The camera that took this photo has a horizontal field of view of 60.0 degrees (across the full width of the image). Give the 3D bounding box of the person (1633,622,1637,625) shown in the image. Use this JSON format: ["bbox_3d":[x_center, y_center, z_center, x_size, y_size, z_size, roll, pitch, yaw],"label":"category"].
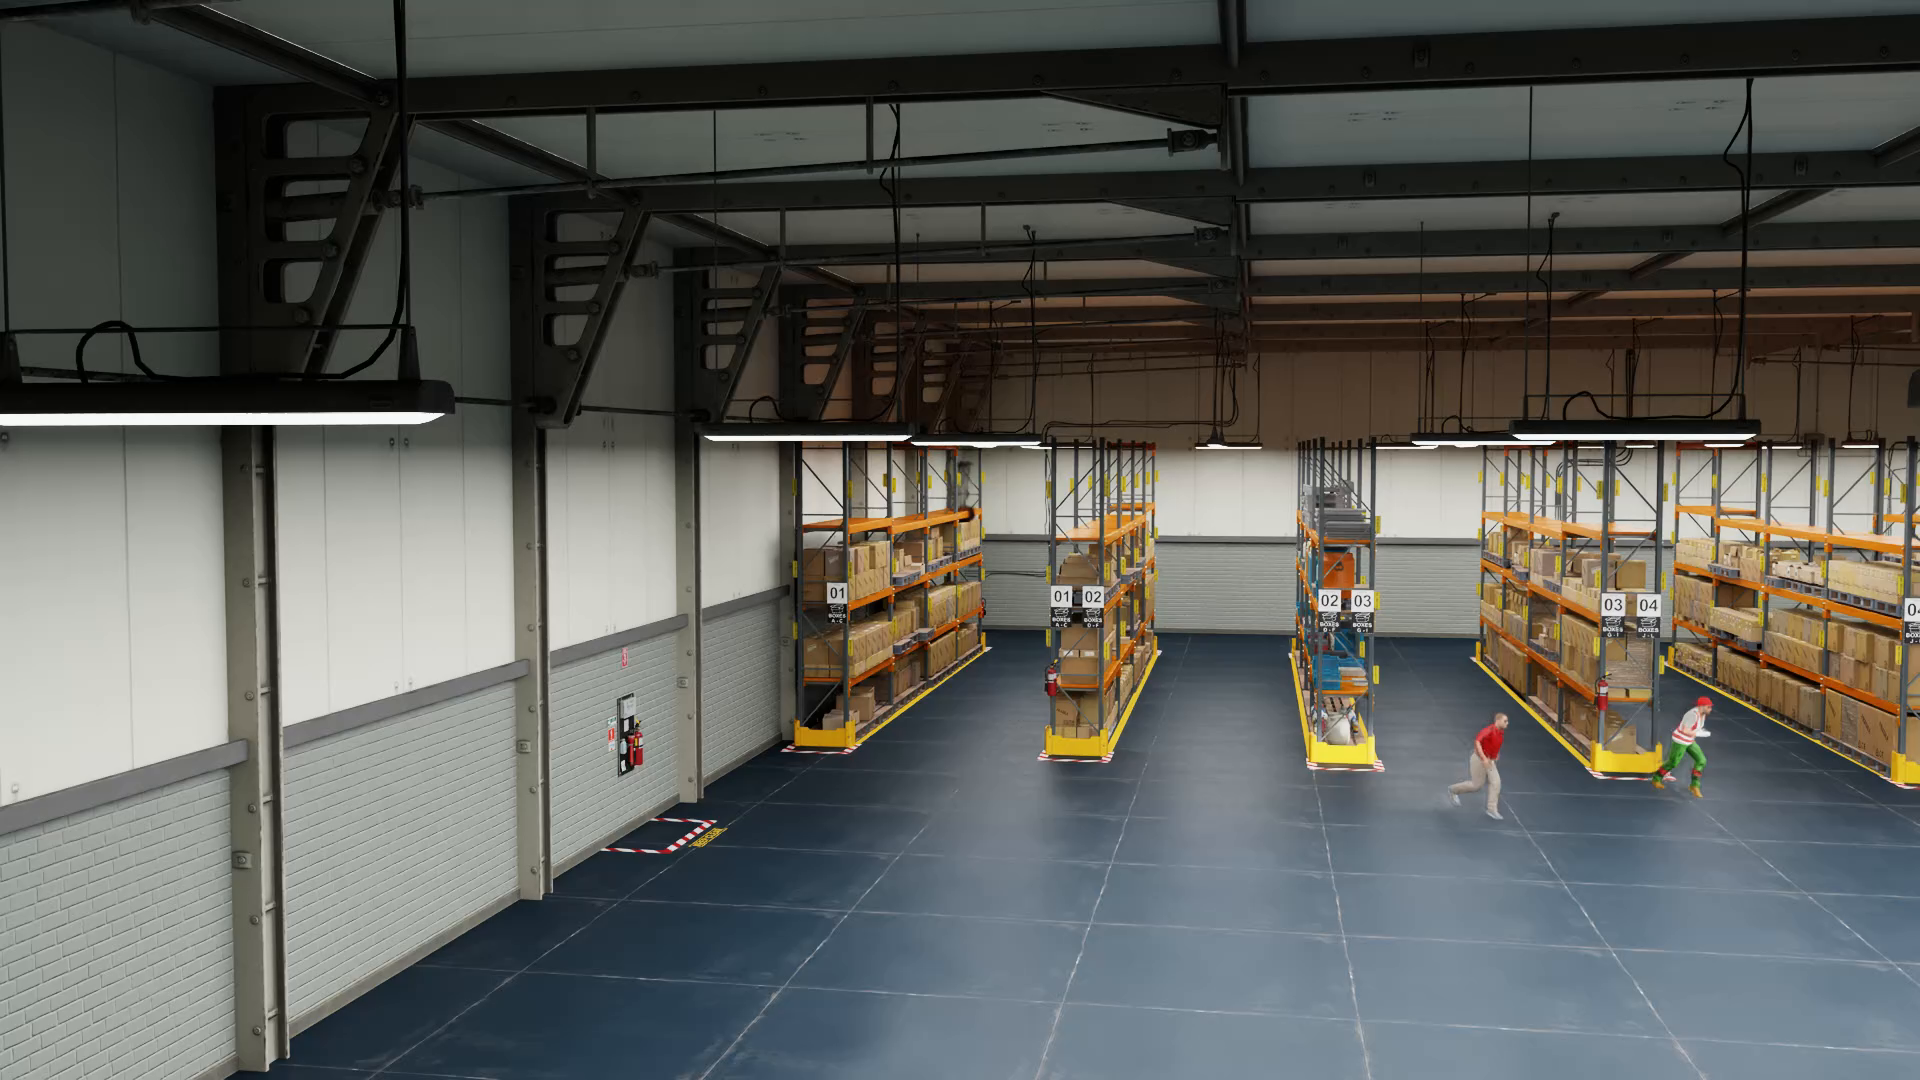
[{"bbox_3d":[17.923,2.495,44.931,0.588,1.743,0.735,-3,4,-43],"label":"person"}]

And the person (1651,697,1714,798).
[{"bbox_3d":[12.076,3.438,27.776,0.707,1.724,1.030,-3,4,-42],"label":"person"}]

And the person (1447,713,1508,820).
[{"bbox_3d":[8.162,3.533,26.223,0.962,1.692,0.638,2,4,37],"label":"person"}]
